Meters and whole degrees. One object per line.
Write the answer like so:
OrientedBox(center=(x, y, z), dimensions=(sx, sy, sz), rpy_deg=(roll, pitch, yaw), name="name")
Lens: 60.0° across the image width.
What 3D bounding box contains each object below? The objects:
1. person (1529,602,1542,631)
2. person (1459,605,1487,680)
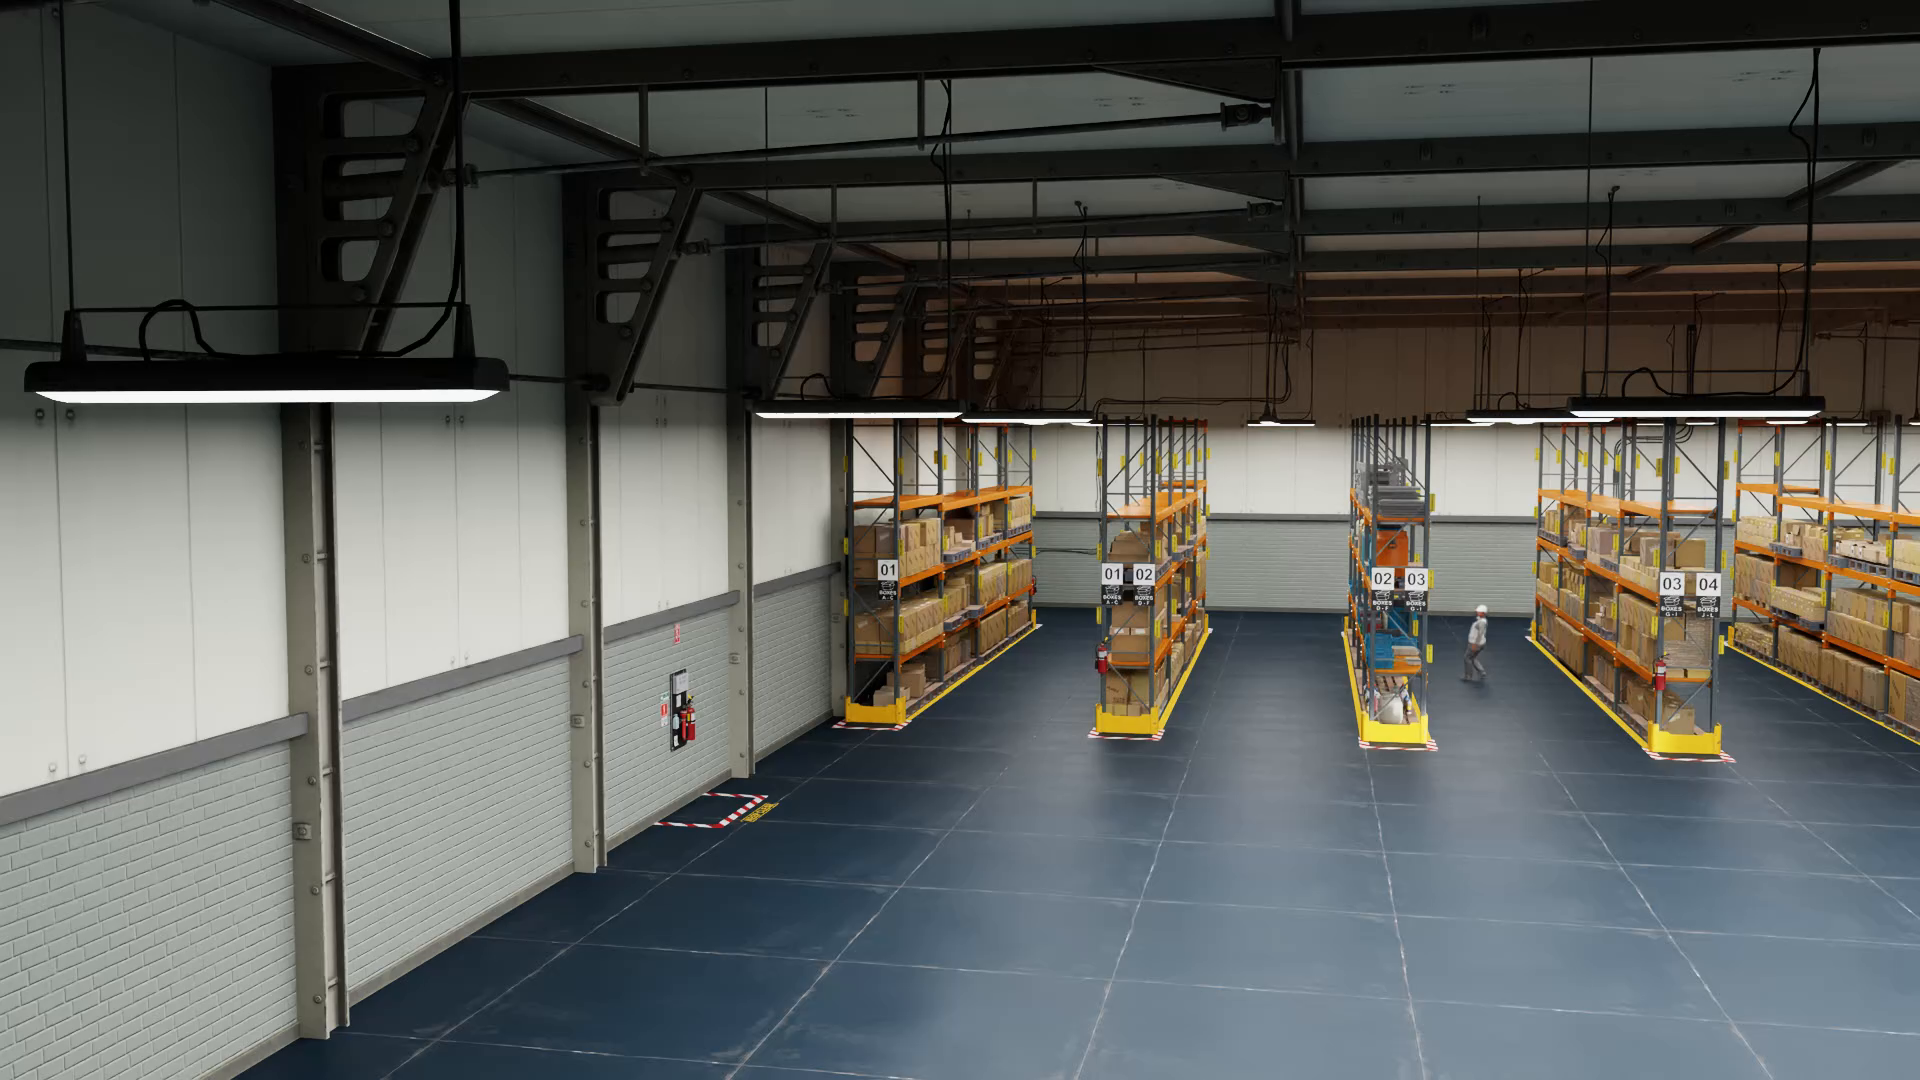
OrientedBox(center=(16.545, 1.763, 47.082), dimensions=(0.815, 1.652, 0.471), rpy_deg=(-2, 4, -22), name="person")
OrientedBox(center=(11.704, 2.357, 37.930), dimensions=(0.630, 1.758, 0.544), rpy_deg=(2, 4, 31), name="person")
